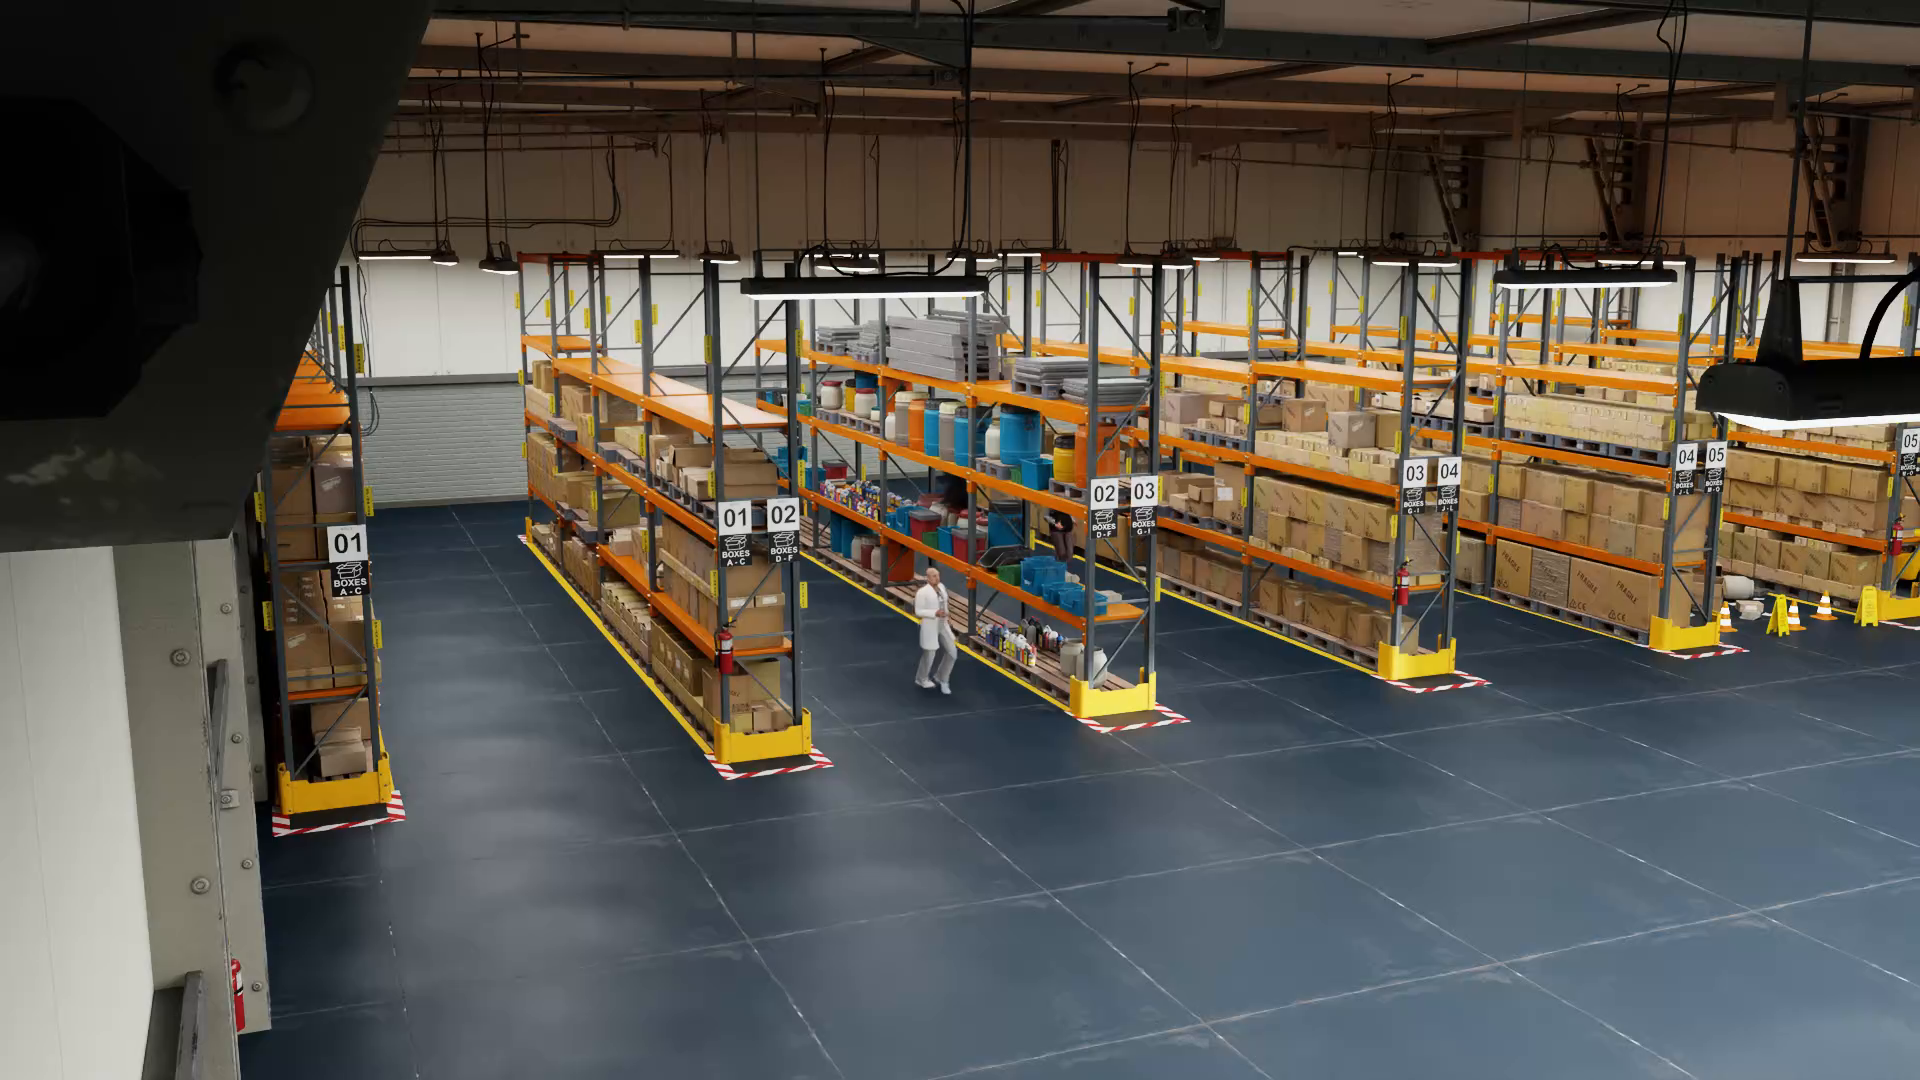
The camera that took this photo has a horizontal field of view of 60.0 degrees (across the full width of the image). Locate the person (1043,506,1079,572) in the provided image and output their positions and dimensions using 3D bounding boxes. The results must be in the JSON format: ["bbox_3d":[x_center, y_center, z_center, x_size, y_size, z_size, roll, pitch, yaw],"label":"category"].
[{"bbox_3d":[1.793,-0.146,29.574,0.661,1.688,0.569,-7,13,-34],"label":"person"}]

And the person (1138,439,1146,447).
[{"bbox_3d":[4.187,-1.462,38.236,0.711,1.745,0.588,-2,11,-12],"label":"person"}]

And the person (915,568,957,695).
[{"bbox_3d":[-0.340,1.283,23.159,0.682,1.824,0.787,-8,13,-37],"label":"person"}]
